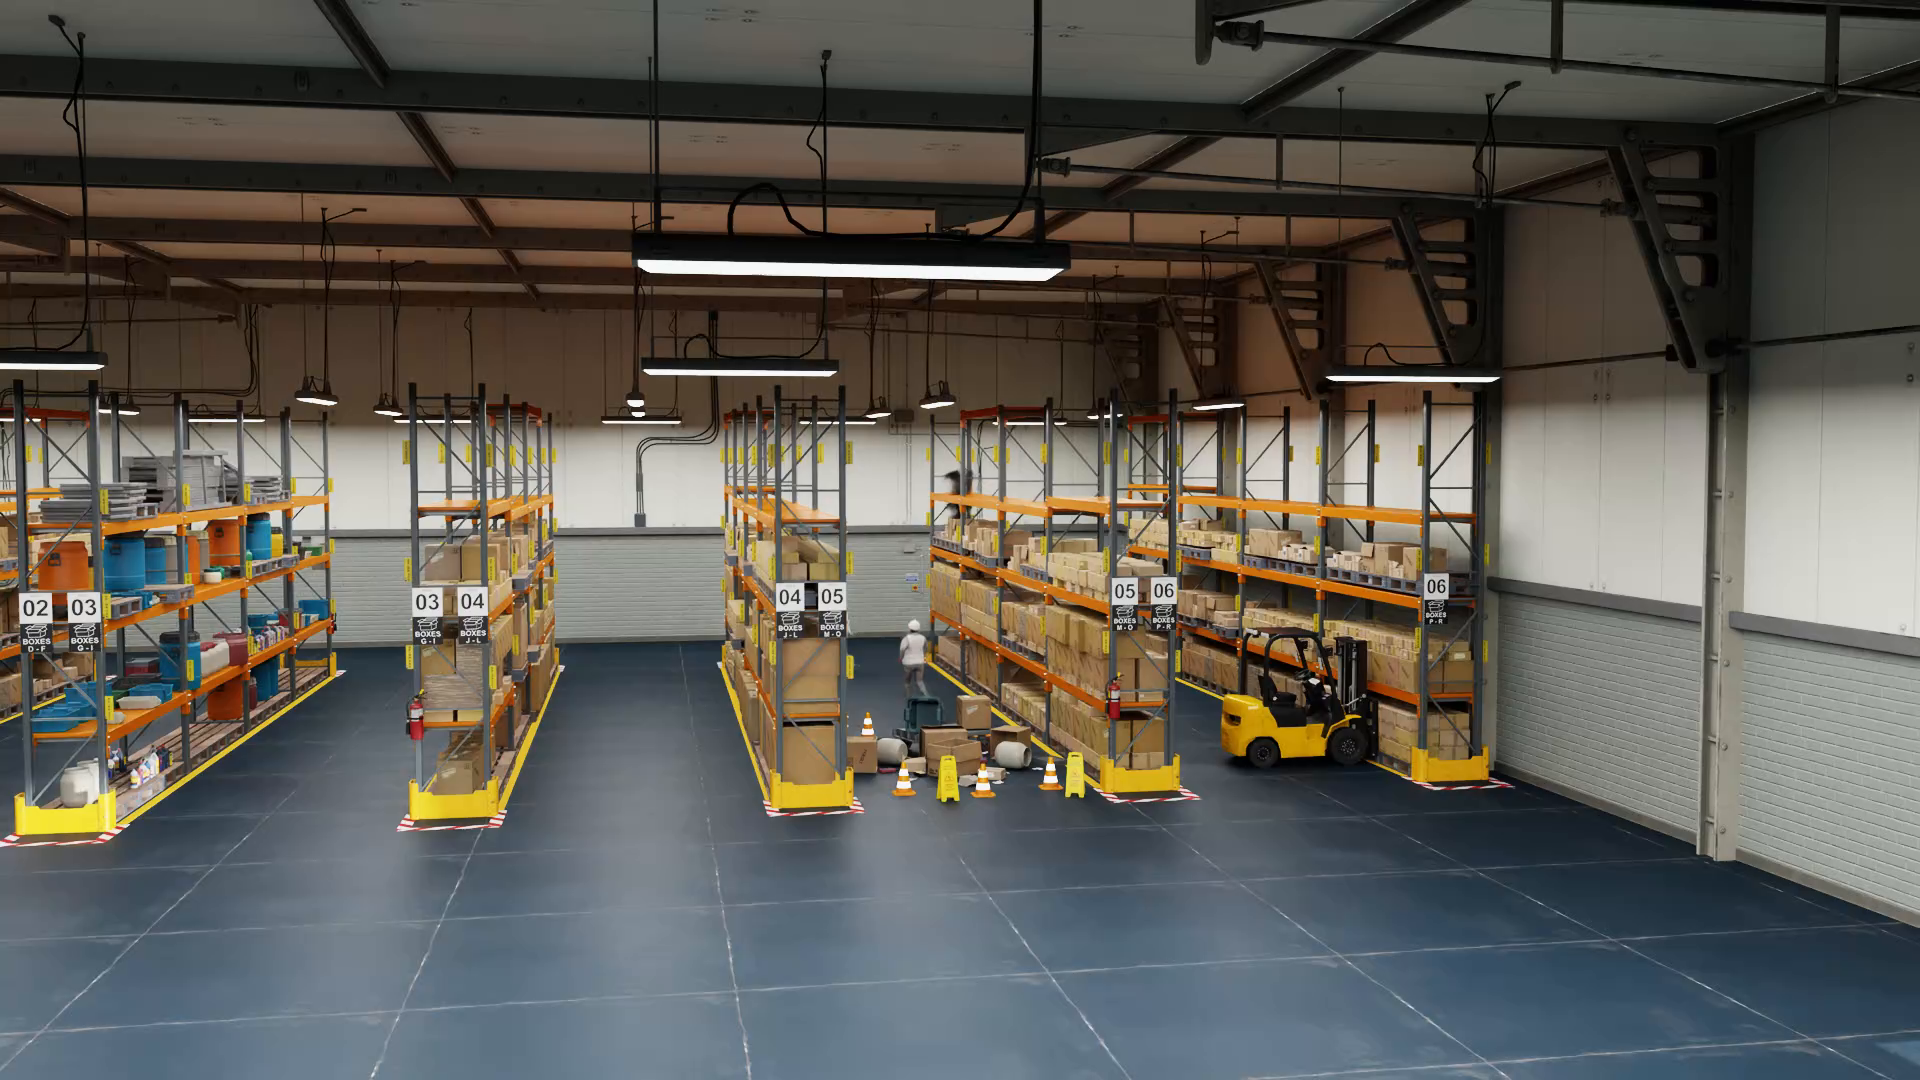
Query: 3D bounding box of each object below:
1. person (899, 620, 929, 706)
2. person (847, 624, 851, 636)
[{"bbox_3d":[-0.926,2.453,32.938,0.669,1.749,0.905,-1,3,-22],"label":"person"},{"bbox_3d":[-2.907,2.253,38.973,0.698,1.624,0.583,0,3,0],"label":"person"}]
